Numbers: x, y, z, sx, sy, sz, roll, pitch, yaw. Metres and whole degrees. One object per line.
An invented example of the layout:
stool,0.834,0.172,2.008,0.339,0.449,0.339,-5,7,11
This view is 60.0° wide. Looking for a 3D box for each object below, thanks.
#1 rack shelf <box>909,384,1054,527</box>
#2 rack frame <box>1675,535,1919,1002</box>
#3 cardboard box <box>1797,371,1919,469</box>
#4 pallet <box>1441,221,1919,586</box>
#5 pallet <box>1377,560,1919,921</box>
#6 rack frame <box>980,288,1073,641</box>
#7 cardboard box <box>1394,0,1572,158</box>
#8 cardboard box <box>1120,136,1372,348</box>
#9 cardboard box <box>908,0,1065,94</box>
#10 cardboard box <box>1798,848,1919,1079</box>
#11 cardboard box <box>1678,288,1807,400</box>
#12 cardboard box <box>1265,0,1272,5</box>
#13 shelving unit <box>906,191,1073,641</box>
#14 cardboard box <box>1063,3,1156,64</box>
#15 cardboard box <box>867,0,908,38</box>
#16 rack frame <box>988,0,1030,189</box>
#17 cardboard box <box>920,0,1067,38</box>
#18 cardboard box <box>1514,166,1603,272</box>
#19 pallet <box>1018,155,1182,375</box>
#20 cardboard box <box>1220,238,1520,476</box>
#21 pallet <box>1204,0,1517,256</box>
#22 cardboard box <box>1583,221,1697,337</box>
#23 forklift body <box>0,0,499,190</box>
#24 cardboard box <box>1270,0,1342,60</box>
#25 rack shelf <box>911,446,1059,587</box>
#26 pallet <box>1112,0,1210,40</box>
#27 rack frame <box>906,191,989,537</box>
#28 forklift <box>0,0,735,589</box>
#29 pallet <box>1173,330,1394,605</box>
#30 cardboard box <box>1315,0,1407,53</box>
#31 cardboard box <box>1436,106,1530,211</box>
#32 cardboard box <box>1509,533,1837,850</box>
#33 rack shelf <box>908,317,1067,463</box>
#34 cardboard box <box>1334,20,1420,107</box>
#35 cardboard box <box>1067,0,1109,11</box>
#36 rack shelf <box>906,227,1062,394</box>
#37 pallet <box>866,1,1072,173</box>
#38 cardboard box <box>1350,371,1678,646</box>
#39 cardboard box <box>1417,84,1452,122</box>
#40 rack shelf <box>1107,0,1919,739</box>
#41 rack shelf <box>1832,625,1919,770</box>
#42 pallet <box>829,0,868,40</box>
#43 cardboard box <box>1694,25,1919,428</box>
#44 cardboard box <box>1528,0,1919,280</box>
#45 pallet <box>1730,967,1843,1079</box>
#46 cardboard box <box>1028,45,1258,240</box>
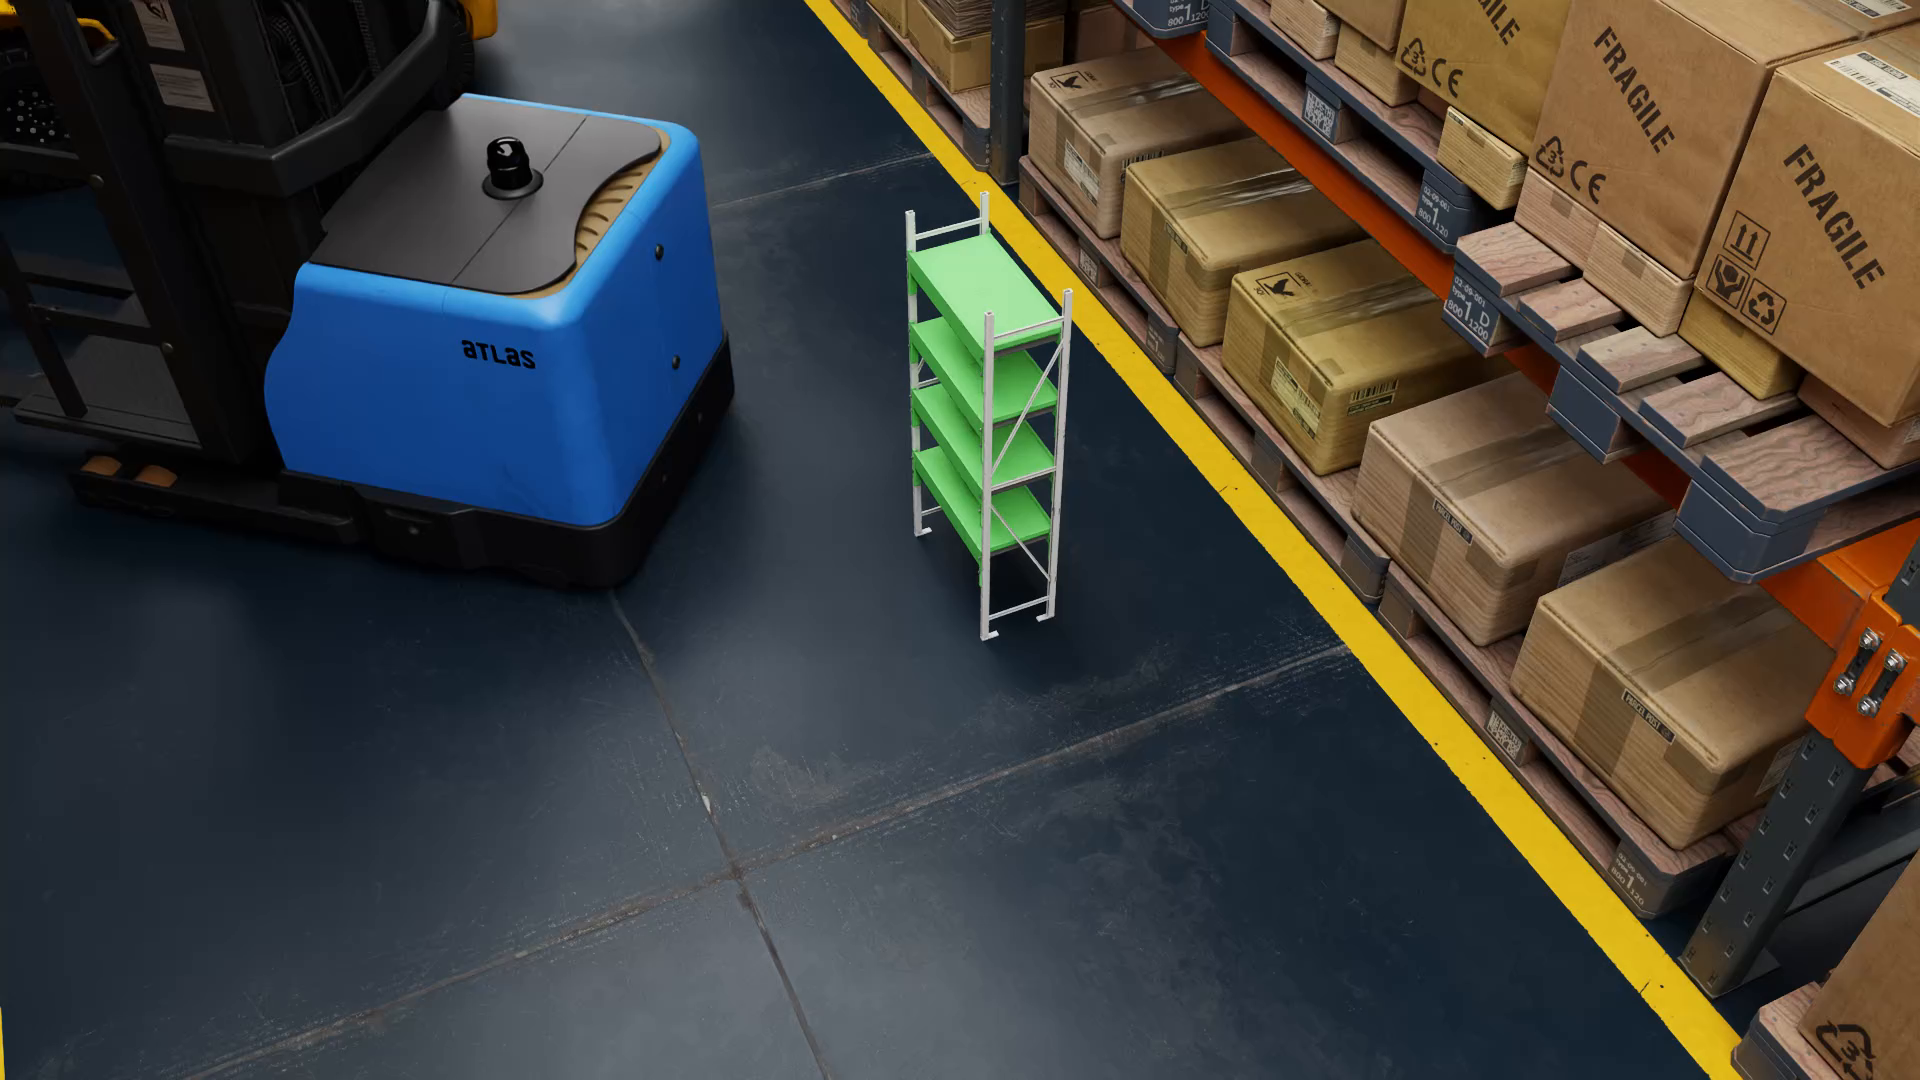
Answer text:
rack shelf,0.070,-0.276,4.767,0.258,0.148,0.480,-18,47,-17
rack frame,2.277,-0.117,3.233,1.000,3.000,0.127,-18,47,-17
cardboard box,1.926,-0.317,3.315,0.380,0.149,0.250,-16,47,-16
pallet,1.881,-0.472,3.729,1.213,0.211,1.003,-18,47,-17
pallet,1.950,0.377,4.718,1.003,0.211,1.213,-18,47,-17
rack frame,0.172,-0.166,4.564,0.240,1.200,0.015,-18,47,-17
cardboard box,1.393,-1.263,3.813,0.500,0.500,0.500,-21,48,-20
cardboard box,1.123,-1.090,5.791,0.950,0.372,0.625,-15,47,-15
cardboard box,0.103,-2.134,6.936,0.500,0.250,0.500,-16,47,-16
cardboard box,2.492,0.954,3.361,0.875,0.875,0.875,-18,48,-18
cardboard box,1.747,-0.466,3.467,0.380,0.149,0.250,-17,47,-17
cardboard box,0.999,-1.627,4.643,0.380,0.149,0.250,-18,47,-17
shelving unit,0.070,-0.322,4.722,0.258,1.200,0.503,-18,47,-17
cardboard box,0.592,-2.293,7.097,0.500,0.250,0.500,-20,48,-19
cardboard box,-0.130,-2.471,7.277,0.500,0.250,0.500,-19,48,-18
rack frame,0.595,-2.666,5.817,1.000,3.000,0.127,-18,47,-17
cardboard box,0.103,-2.402,6.673,0.500,0.500,0.500,-19,48,-18
cardboard box,1.502,-0.776,3.781,0.380,0.149,0.250,-20,48,-19
pallet,0.924,-1.178,6.294,1.003,0.211,1.213,-18,47,-17
cardboard box,1.417,-0.647,5.342,0.950,0.372,0.625,-17,47,-16
pallet,1.408,-1.298,4.567,1.003,0.211,1.213,-18,47,-17
cardboard box,1.601,-0.614,3.616,0.380,0.149,0.250,-18,48,-18
forklift body,-3.136,-2.775,6.531,2.313,2.155,1.214,-18,47,-17
cardboard box,1.064,-1.442,4.456,0.380,0.149,0.250,-16,47,-16
rack shelf,0.070,-0.105,4.935,0.258,0.148,0.480,-18,47,-17
pallet,0.785,-2.068,5.347,1.003,0.211,1.213,-18,47,-17
rack frame,-0.033,-0.477,4.879,0.240,1.200,0.015,-18,47,-17
forklift,-2.341,-1.464,4.647,3.031,2.935,1.130,11,46,11
pallet,1.441,-0.399,5.505,1.003,0.211,1.213,-18,47,-17
cardboard box,1.165,-1.612,4.166,0.500,0.500,0.500,-20,48,-19
cardboard box,1.374,-0.948,3.955,0.380,0.149,0.250,-17,47,-17
cardboard box,2.049,0.306,4.377,0.950,0.372,0.625,-21,48,-20
rack shelf,0.070,-0.447,4.598,0.258,0.148,0.480,-18,47,-17
cardboard box,1.202,-1.281,4.292,0.380,0.149,0.250,-19,48,-19
cardboard box,0.592,-2.560,6.833,0.500,0.500,0.500,-16,47,-16
rack shelf,0.070,-0.618,4.429,0.258,0.148,0.480,-18,47,-17
pallet,0.281,-2.091,7.219,1.003,0.211,1.213,-18,47,-17
cardboard box,1.731,-0.162,4.851,0.950,0.372,0.625,-19,48,-18
cardboard box,1.383,-1.145,4.155,0.380,0.149,0.250,-18,47,-17
rack shelf,1.436,-1.136,4.778,1.077,0.370,4.000,-18,47,-17
rack shelf,3.118,1.413,2.194,1.077,0.370,4.000,-18,47,-17
pallet,-0.236,-2.870,8.008,1.003,0.211,1.213,-18,47,-17
cardboard box,1.834,-0.616,3.157,0.500,0.500,0.500,-19,48,-19
cardboard box,1.606,-0.942,3.487,0.500,0.500,0.500,-19,48,-18
pallet,2.540,1.400,3.681,1.003,0.211,1.213,-18,47,-17
cardboard box,0.818,-1.547,6.254,0.950,0.372,0.625,-17,47,-17
